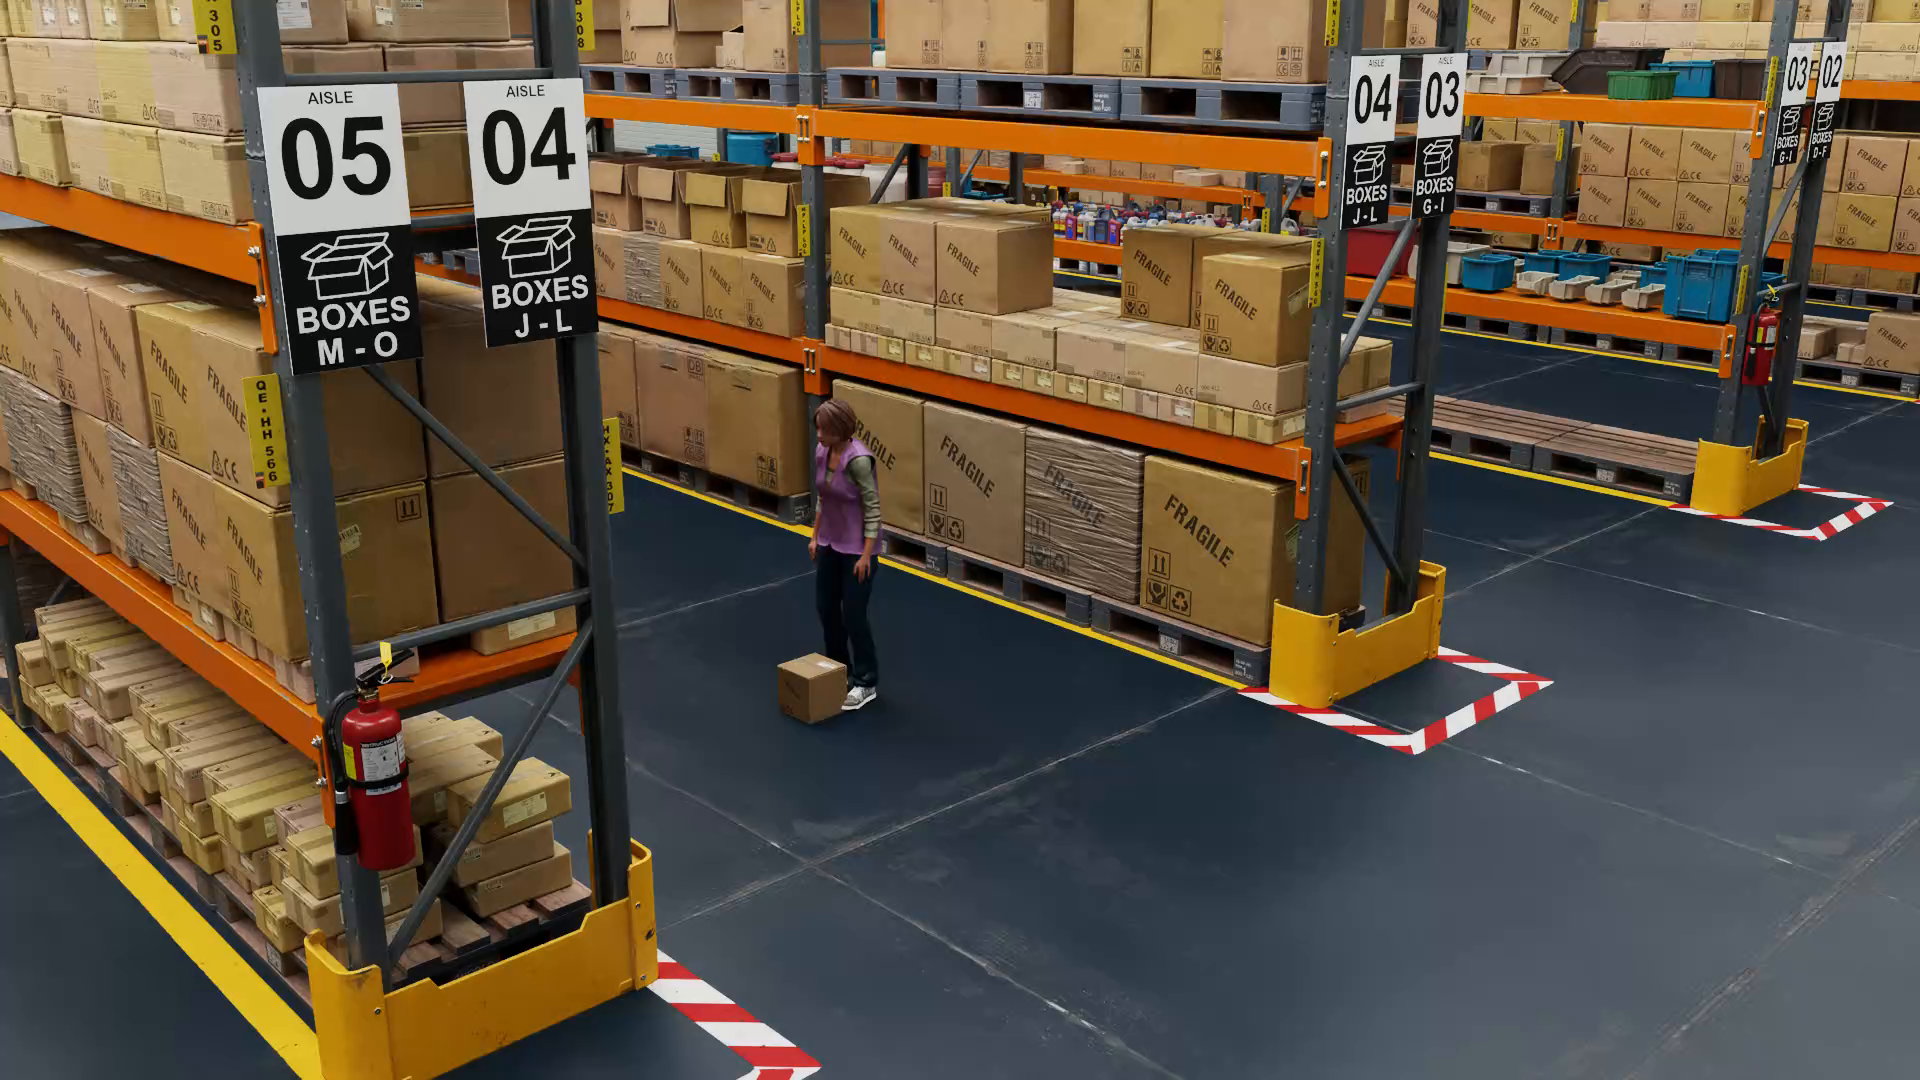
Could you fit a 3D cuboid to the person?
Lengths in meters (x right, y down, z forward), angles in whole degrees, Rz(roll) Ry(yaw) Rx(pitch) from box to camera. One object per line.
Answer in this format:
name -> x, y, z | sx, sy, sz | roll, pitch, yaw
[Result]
person -> -0.577, 0.057, 8.388 | 0.343, 1.592, 0.460 | -16, 23, -41
